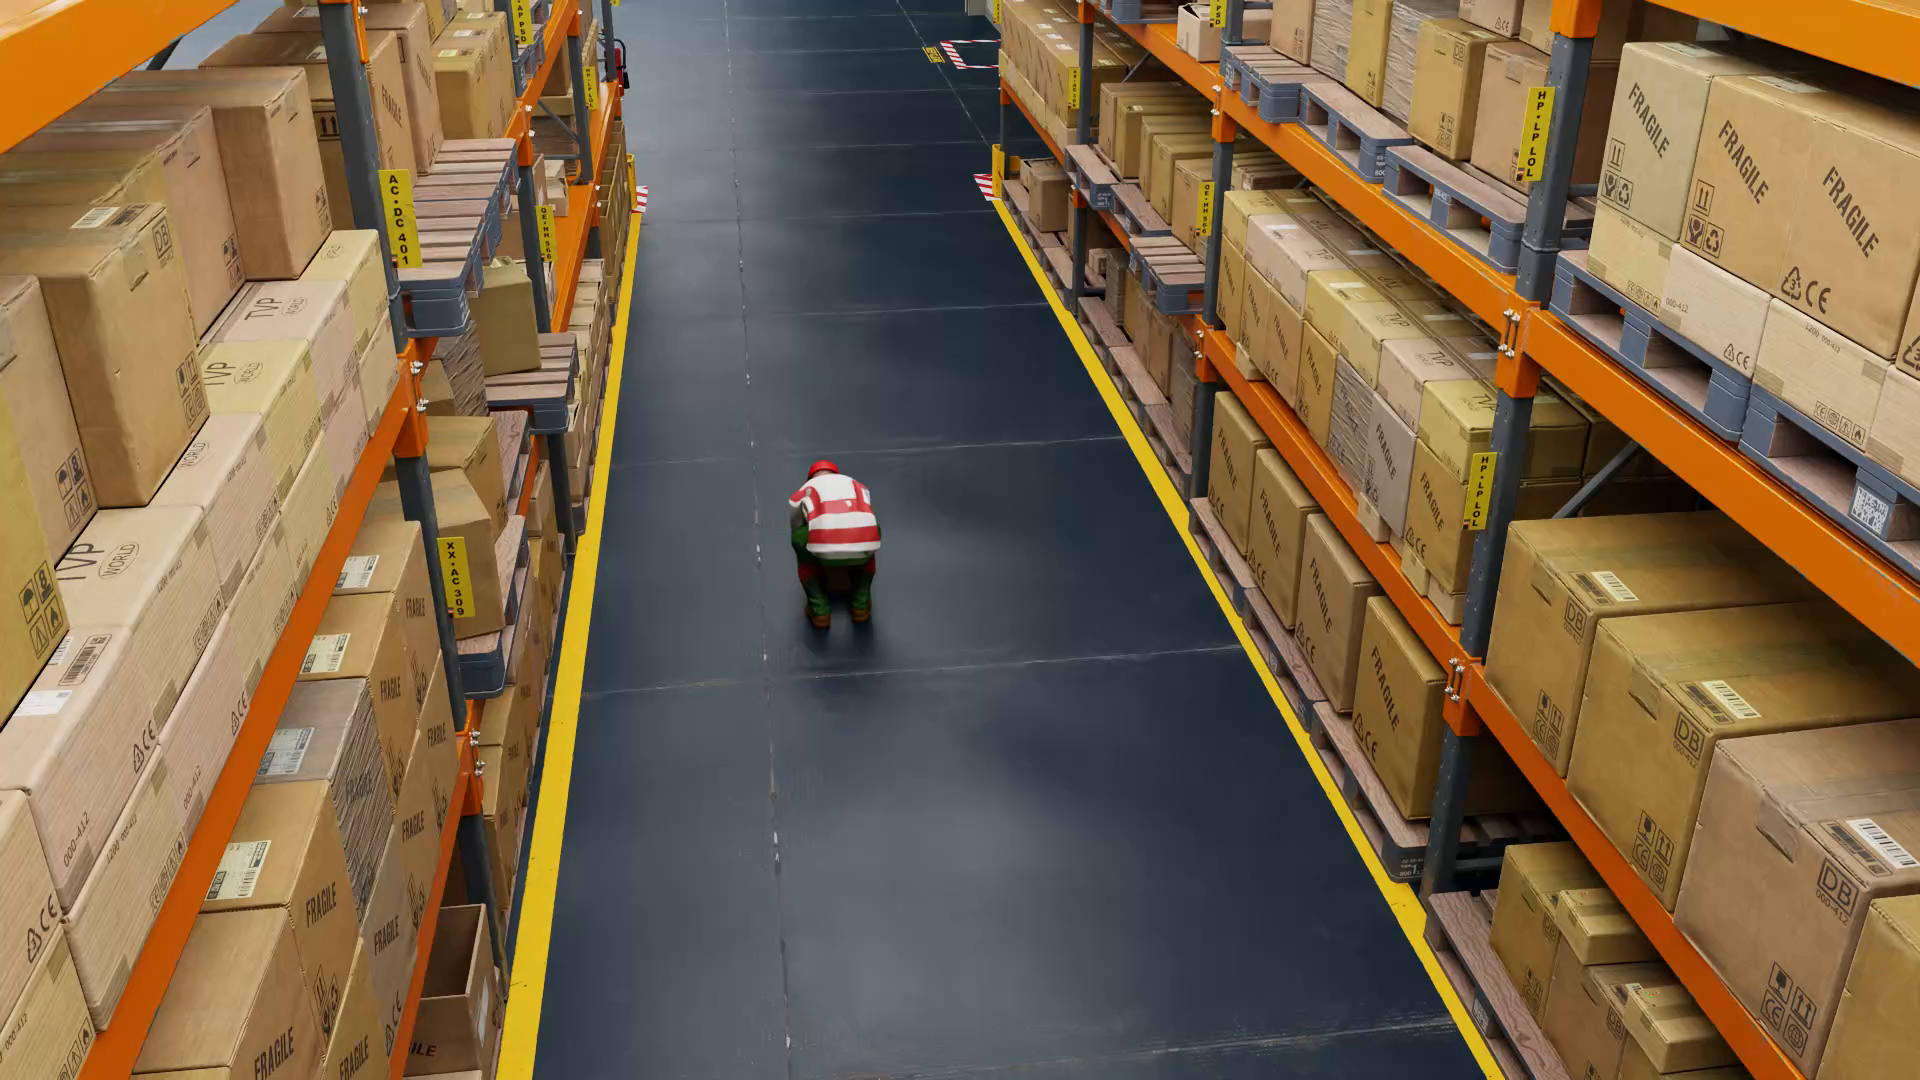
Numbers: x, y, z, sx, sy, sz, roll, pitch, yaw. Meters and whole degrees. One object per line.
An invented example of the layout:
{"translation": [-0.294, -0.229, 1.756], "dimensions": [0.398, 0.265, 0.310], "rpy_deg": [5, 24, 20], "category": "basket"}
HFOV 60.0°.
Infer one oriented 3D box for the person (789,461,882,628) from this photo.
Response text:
{"translation": [-0.721, 0.024, 9.654], "dimensions": [0.522, 0.833, 0.965], "rpy_deg": [-4, 27, -9], "category": "person"}
